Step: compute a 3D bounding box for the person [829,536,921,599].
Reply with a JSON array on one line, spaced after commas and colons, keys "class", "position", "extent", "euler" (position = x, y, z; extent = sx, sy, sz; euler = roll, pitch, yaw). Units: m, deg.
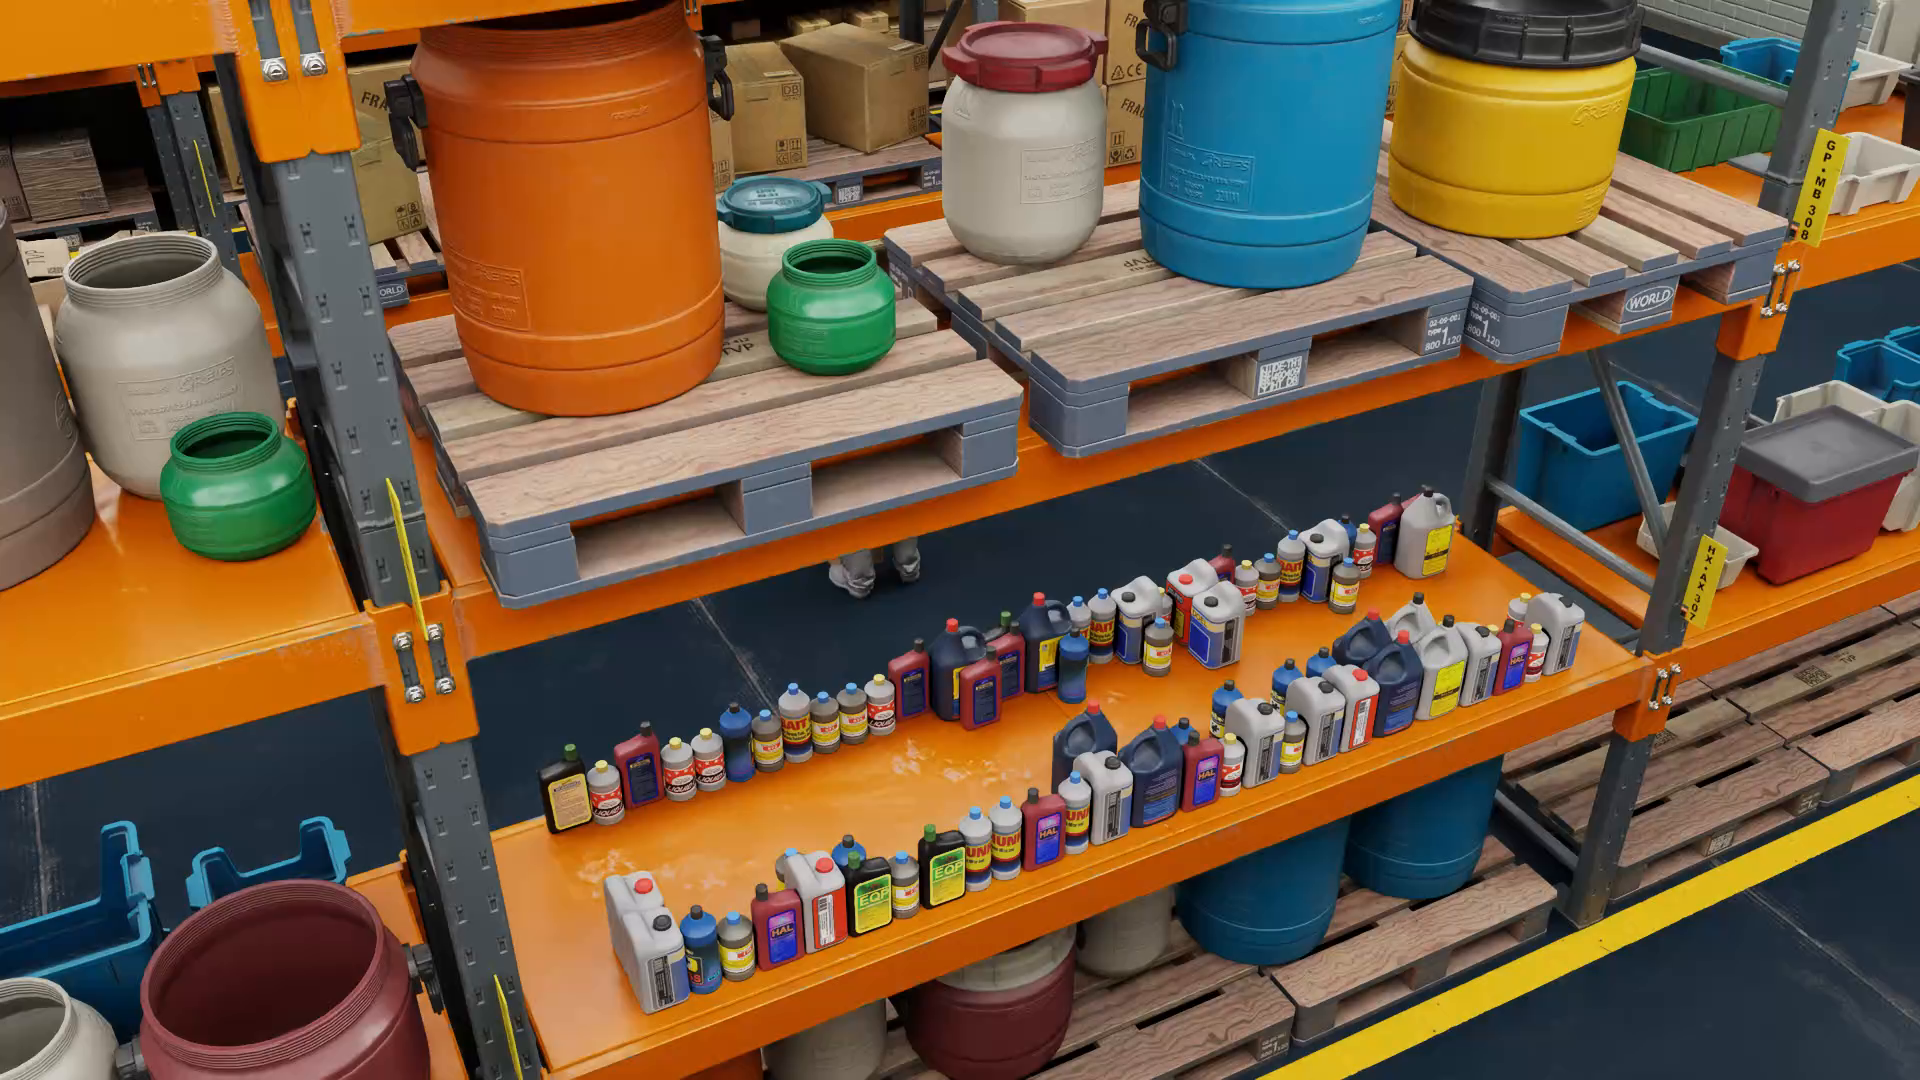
[{"class": "person", "position": [-0.440, -0.535, 7.944], "extent": [0.585, 1.771, 0.466], "euler": [-16, 36, -24]}]
